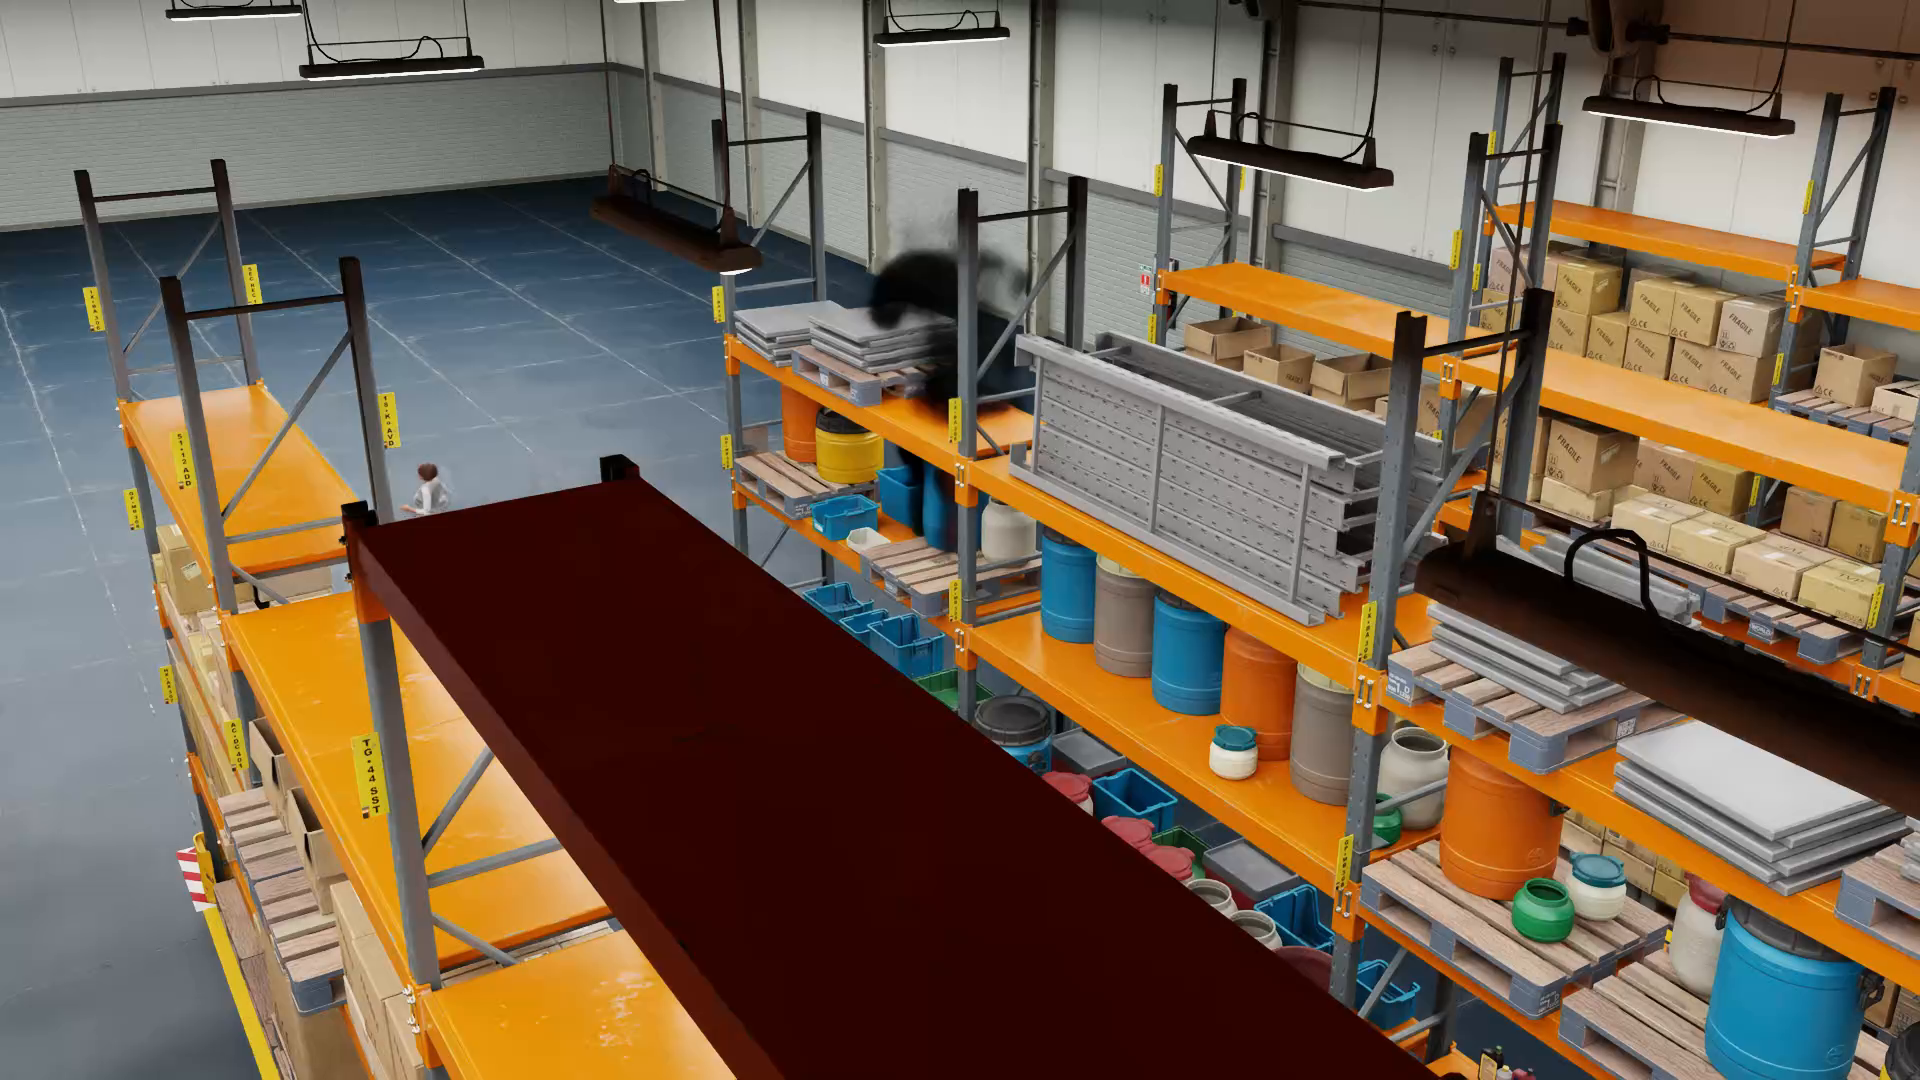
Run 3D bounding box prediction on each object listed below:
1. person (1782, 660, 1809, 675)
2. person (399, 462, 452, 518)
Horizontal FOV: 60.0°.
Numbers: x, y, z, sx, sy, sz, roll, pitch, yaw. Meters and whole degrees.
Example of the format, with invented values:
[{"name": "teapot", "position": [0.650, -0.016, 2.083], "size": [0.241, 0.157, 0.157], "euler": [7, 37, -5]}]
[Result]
[{"name": "person", "position": [7.269, 1.801, 14.639], "size": [0.665, 1.713, 0.821], "euler": [-16, 27, -34]}, {"name": "person", "position": [-6.289, -0.179, 19.704], "size": [0.607, 1.582, 0.521], "euler": [-2, 22, -5]}]
